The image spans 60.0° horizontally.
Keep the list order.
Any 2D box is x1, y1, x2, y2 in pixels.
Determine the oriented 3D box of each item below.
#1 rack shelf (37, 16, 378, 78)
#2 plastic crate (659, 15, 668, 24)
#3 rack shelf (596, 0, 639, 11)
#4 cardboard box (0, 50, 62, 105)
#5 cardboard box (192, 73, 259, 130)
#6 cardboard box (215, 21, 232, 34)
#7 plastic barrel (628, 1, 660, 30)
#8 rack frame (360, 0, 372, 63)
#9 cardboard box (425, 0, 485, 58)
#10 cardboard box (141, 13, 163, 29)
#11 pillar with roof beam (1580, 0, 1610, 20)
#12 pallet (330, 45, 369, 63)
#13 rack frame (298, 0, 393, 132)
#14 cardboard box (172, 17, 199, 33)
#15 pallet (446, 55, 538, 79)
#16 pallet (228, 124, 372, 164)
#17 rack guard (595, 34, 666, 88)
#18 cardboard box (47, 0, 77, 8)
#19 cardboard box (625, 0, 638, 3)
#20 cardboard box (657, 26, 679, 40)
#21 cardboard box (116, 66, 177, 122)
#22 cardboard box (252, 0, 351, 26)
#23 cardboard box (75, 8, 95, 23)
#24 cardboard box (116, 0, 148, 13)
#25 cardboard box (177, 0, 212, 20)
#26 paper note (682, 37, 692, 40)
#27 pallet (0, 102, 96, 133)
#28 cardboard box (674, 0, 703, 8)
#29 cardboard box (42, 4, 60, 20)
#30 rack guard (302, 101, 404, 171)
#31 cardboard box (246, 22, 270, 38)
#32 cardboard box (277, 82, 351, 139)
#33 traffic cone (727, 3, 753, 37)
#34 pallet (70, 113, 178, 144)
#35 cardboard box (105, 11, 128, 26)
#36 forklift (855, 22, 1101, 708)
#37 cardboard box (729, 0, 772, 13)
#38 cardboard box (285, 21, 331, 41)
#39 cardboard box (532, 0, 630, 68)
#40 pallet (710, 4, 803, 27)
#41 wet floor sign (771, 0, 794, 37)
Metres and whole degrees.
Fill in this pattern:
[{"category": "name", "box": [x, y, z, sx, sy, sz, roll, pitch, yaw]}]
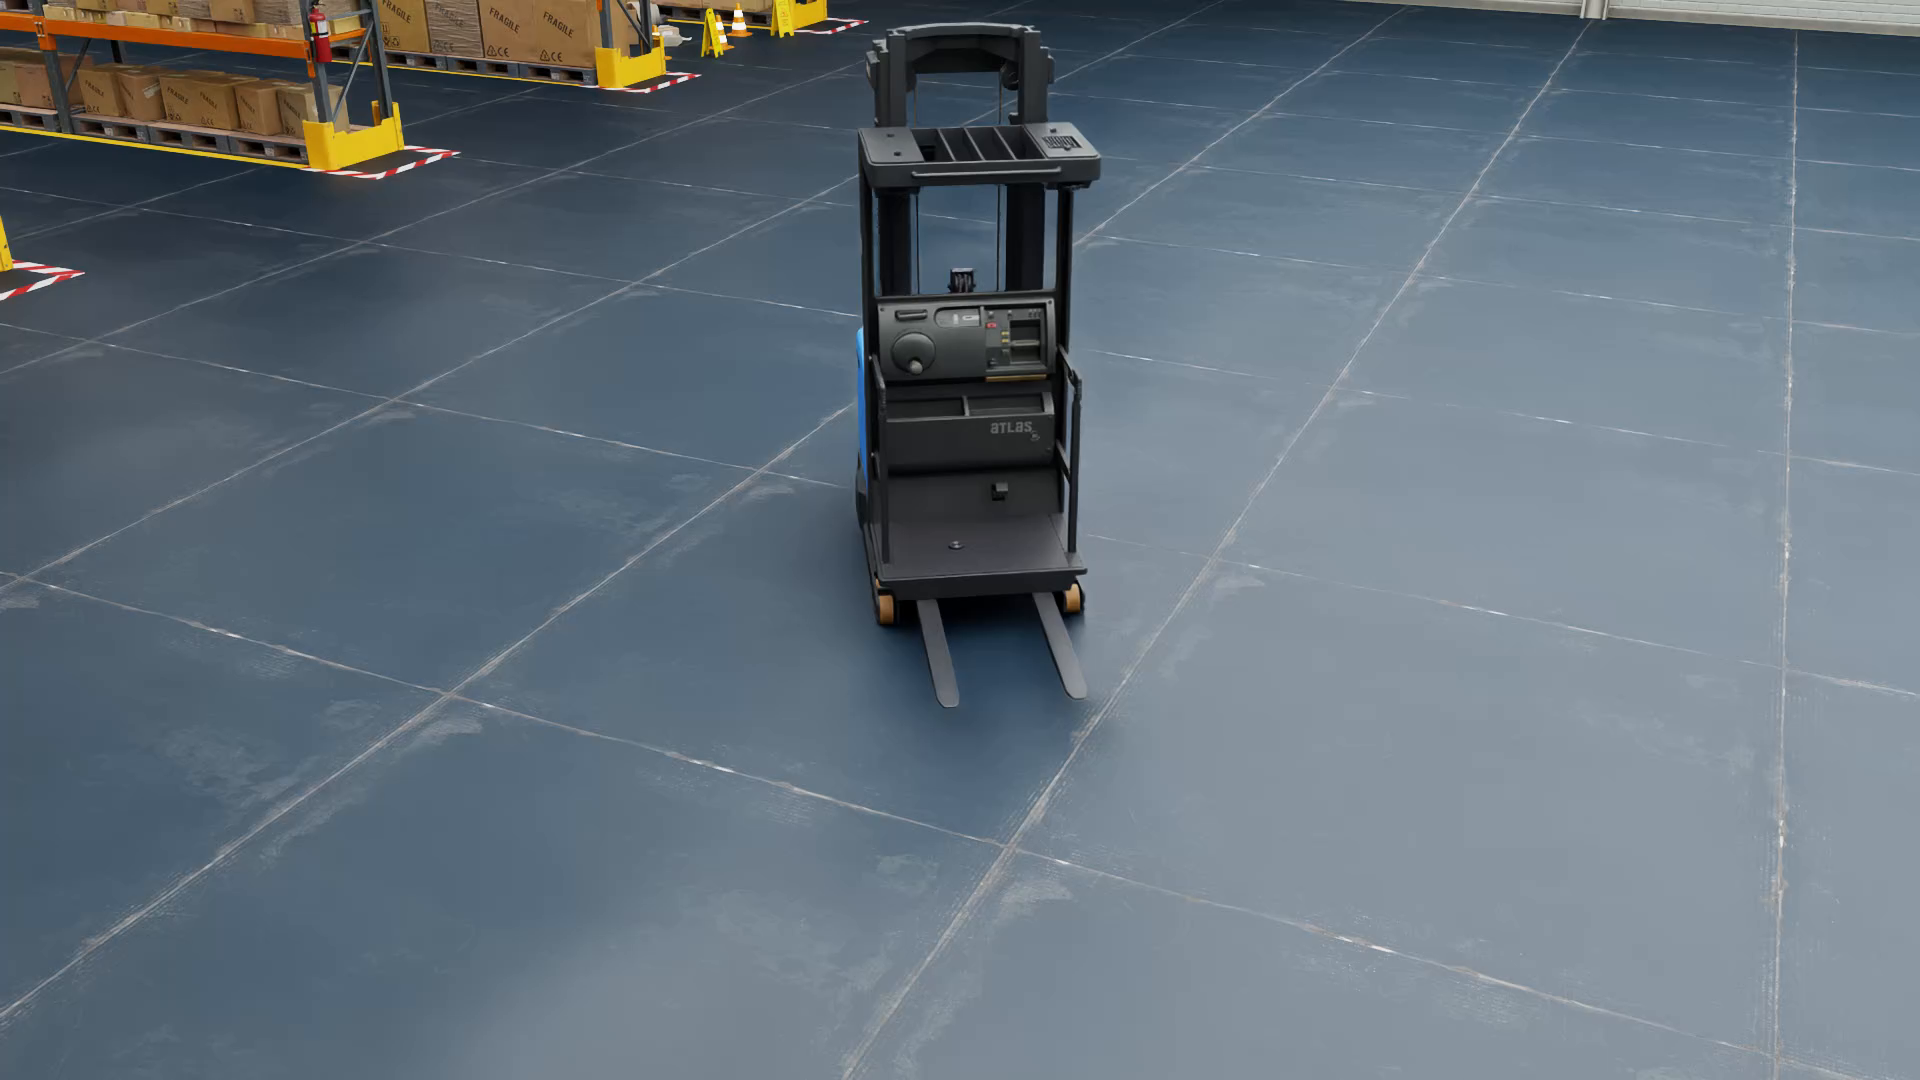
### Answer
[{"category": "rack shelf", "box": [-8.369, -5.579, 18.500, 4.000, 0.370, 1.077, 11, 28, 22]}, {"category": "plastic crate", "box": [-4.998, -8.326, 26.570, 0.583, 0.080, 0.402, 2, 26, 4]}, {"category": "rack shelf", "box": [-6.224, -7.555, 22.514, 4.000, 0.370, 1.077, 11, 28, 22]}, {"category": "cardboard box", "box": [-11.167, -5.559, 19.977, 0.500, 0.500, 0.700, 11, 28, 21]}, {"category": "cardboard box", "box": [-8.231, -4.942, 18.746, 0.500, 0.500, 0.500, 14, 30, 27]}, {"category": "cardboard box", "box": [-7.802, -5.578, 17.968, 0.250, 0.149, 0.380, 11, 28, 22]}, {"category": "plastic barrel", "box": [-4.954, -8.134, 25.792, 0.512, 0.421, 0.421, -12, 29, -23]}, {"category": "rack frame", "box": [-8.045, -8.243, 23.097, 0.127, 3.000, 1.000, 11, 28, 22]}, {"category": "cardboard box", "box": [-6.679, -7.172, 22.852, 0.875, 0.875, 0.875, 12, 28, 22]}, {"category": "cardboard box", "box": [-8.748, -5.726, 18.268, 0.250, 0.149, 0.380, 11, 28, 22]}, {"category": "pillar with roof beam", "box": [8.485, -10.774, 21.445, 0.400, 9.000, 9.100, 11, 28, 22]}, {"category": "pallet", "box": [-8.779, -7.103, 23.938, 1.213, 0.211, 1.003, 11, 28, 22]}, {"category": "rack frame", "box": [-6.549, -5.536, 17.599, 0.127, 3.000, 1.000, 11, 28, 22]}, {"category": "cardboard box", "box": [-8.303, -5.625, 18.063, 0.250, 0.149, 0.380, 11, 28, 22]}, {"category": "pallet", "box": [-6.271, -6.599, 22.915, 1.213, 0.211, 1.003, 11, 28, 22]}, {"category": "pallet", "box": [-7.343, -4.462, 18.573, 1.213, 0.211, 1.003, 11, 28, 22]}, {"category": "rack guard", "box": [-4.382, -6.386, 22.155, 0.348, 0.500, 1.175, 11, 28, 22]}, {"category": "cardboard box", "box": [-9.806, -6.339, 18.779, 0.500, 0.500, 0.875, 11, 28, 22]}, {"category": "cardboard box", "box": [-5.172, -8.898, 27.064, 0.500, 0.250, 0.500, 13, 29, 25]}, {"category": "cardboard box", "box": [-4.475, -7.669, 25.159, 0.380, 0.149, 0.250, -18, 31, -31]}, {"category": "cardboard box", "box": [-9.318, -5.144, 19.156, 0.500, 0.500, 0.500, 22, 34, 38]}, {"category": "cardboard box", "box": [-7.038, -5.826, 17.738, 0.500, 0.500, 0.875, 11, 28, 22]}, {"category": "cardboard box", "box": [-9.658, -5.909, 18.641, 0.250, 0.149, 0.380, 11, 28, 22]}, {"category": "cardboard box", "box": [-8.869, -6.182, 18.461, 0.500, 0.500, 0.875, 11, 28, 22]}, {"category": "cardboard box", "box": [-7.980, -5.978, 18.046, 0.500, 0.500, 0.875, 11, 28, 22]}, {"category": "paper note", "box": [-4.131, -7.561, 25.073, 0.142, 0.019, 0.148, 2, 26, 4]}, {"category": "pallet", "box": [-10.899, -5.158, 19.988, 1.213, 0.211, 1.003, 11, 28, 22]}, {"category": "cardboard box", "box": [-4.241, -8.707, 26.676, 0.500, 0.250, 0.500, 10, 28, 20]}, {"category": "cardboard box", "box": [-10.119, -5.995, 18.814, 0.250, 0.149, 0.380, 11, 28, 22]}, {"category": "rack guard", "box": [-6.618, -4.429, 18.179, 0.348, 0.500, 1.175, 11, 28, 22]}, {"category": "cardboard box", "box": [-7.370, -5.464, 17.736, 0.250, 0.149, 0.380, 11, 28, 22]}, {"category": "cardboard box", "box": [-7.110, -4.724, 18.304, 0.500, 0.500, 0.500, 17, 31, 31]}, {"category": "traffic cone", "box": [-3.372, -7.943, 25.359, 0.334, 0.463, 0.336, 11, 28, 22]}, {"category": "pallet", "box": [-9.564, -4.908, 19.480, 1.213, 0.211, 1.003, 11, 28, 22]}, {"category": "cardboard box", "box": [-9.216, -5.805, 18.429, 0.250, 0.149, 0.380, 11, 28, 22]}, {"category": "forklift", "box": [0.067, -1.024, 8.512, 1.130, 2.935, 3.031, -3, 26, -6]}, {"category": "cardboard box", "box": [-3.316, -8.520, 26.296, 0.500, 0.250, 0.500, 11, 28, 22]}, {"category": "cardboard box", "box": [-6.894, -5.393, 17.591, 0.250, 0.149, 0.380, 11, 28, 22]}, {"category": "cardboard box", "box": [-5.048, -6.845, 22.186, 0.875, 0.875, 0.875, 12, 28, 22]}, {"category": "pallet", "box": [-3.241, -8.447, 26.667, 1.213, 0.211, 1.003, 11, 28, 22]}, {"category": "wet floor sign", "box": [-2.717, -8.000, 25.268, 0.232, 0.644, 0.267, 23, 35, 39]}]
